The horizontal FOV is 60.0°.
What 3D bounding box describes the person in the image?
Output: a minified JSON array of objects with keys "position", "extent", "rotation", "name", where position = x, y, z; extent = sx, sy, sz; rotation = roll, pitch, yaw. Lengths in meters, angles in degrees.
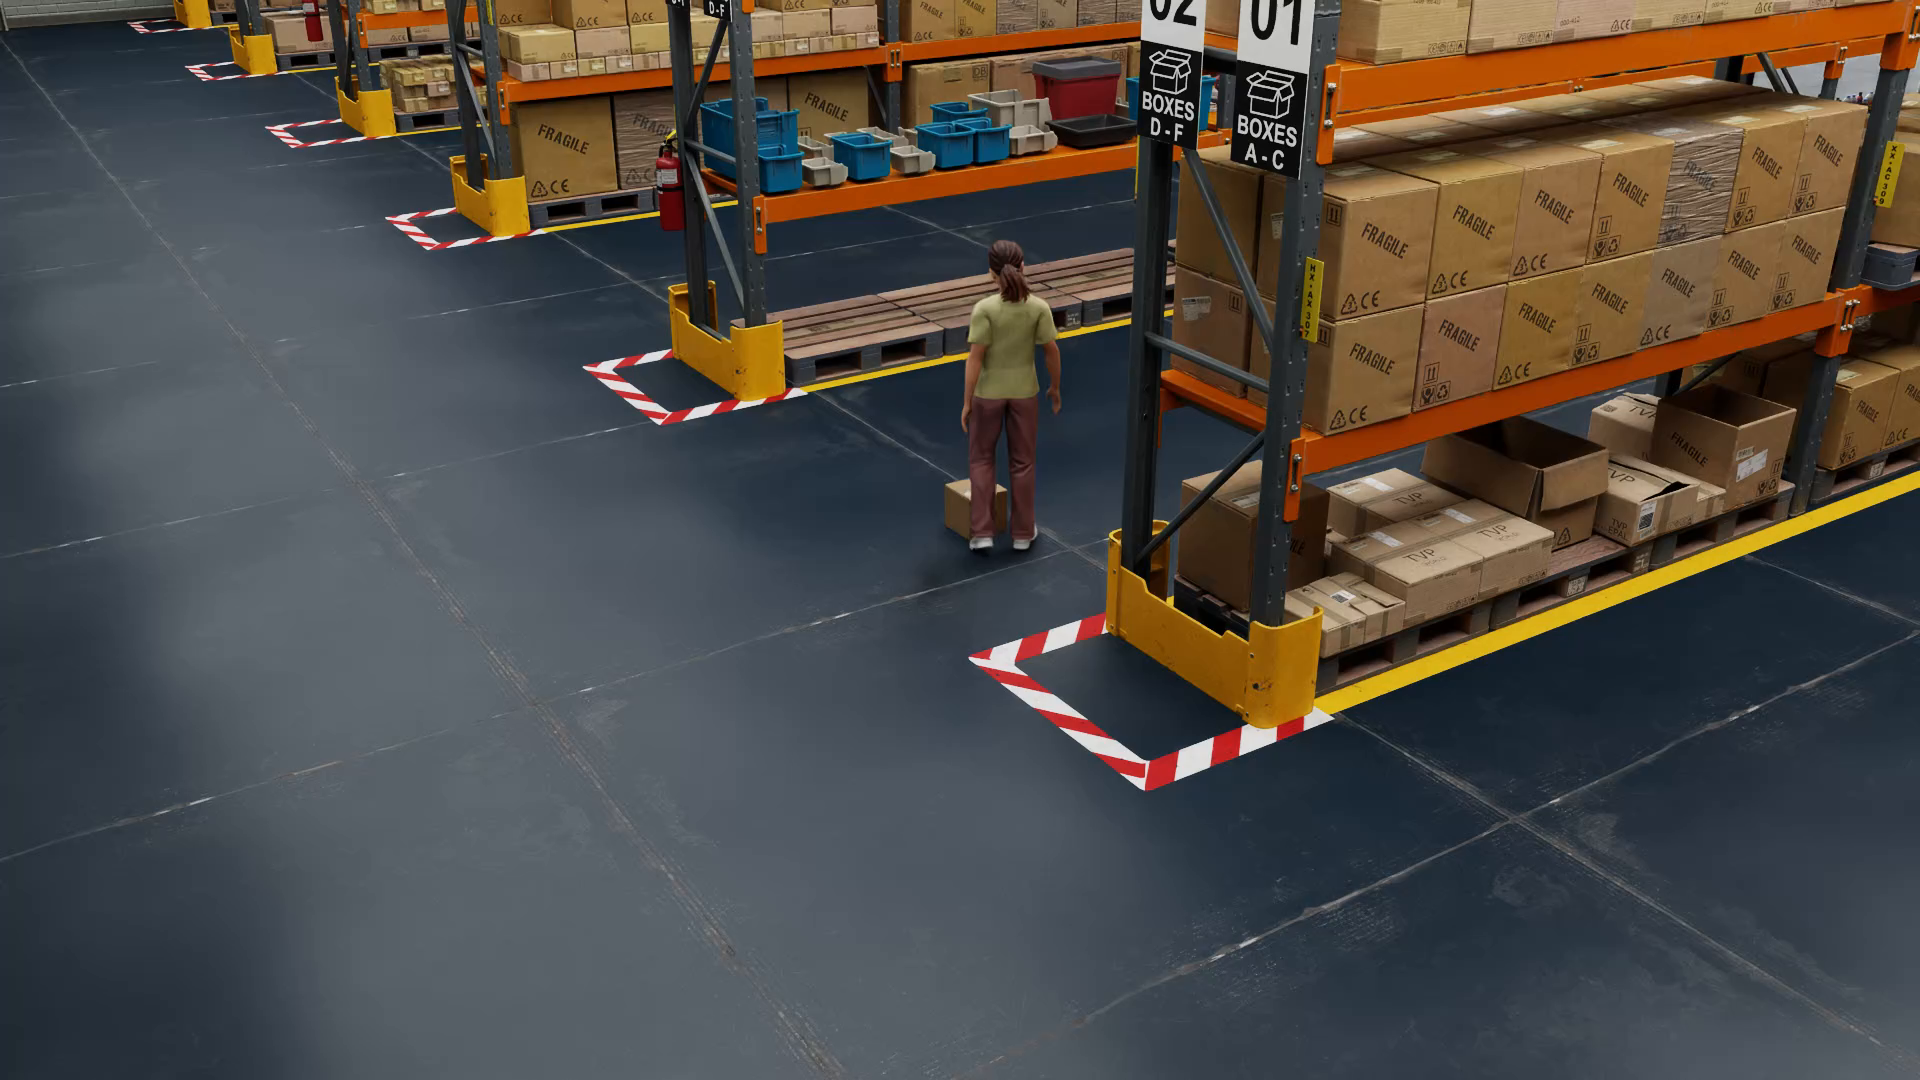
[{"position":[0.260,-0.632,8.645],"extent":[0.557,1.575,0.392],"rotation":[-4,25,-7],"name":"person"}]
